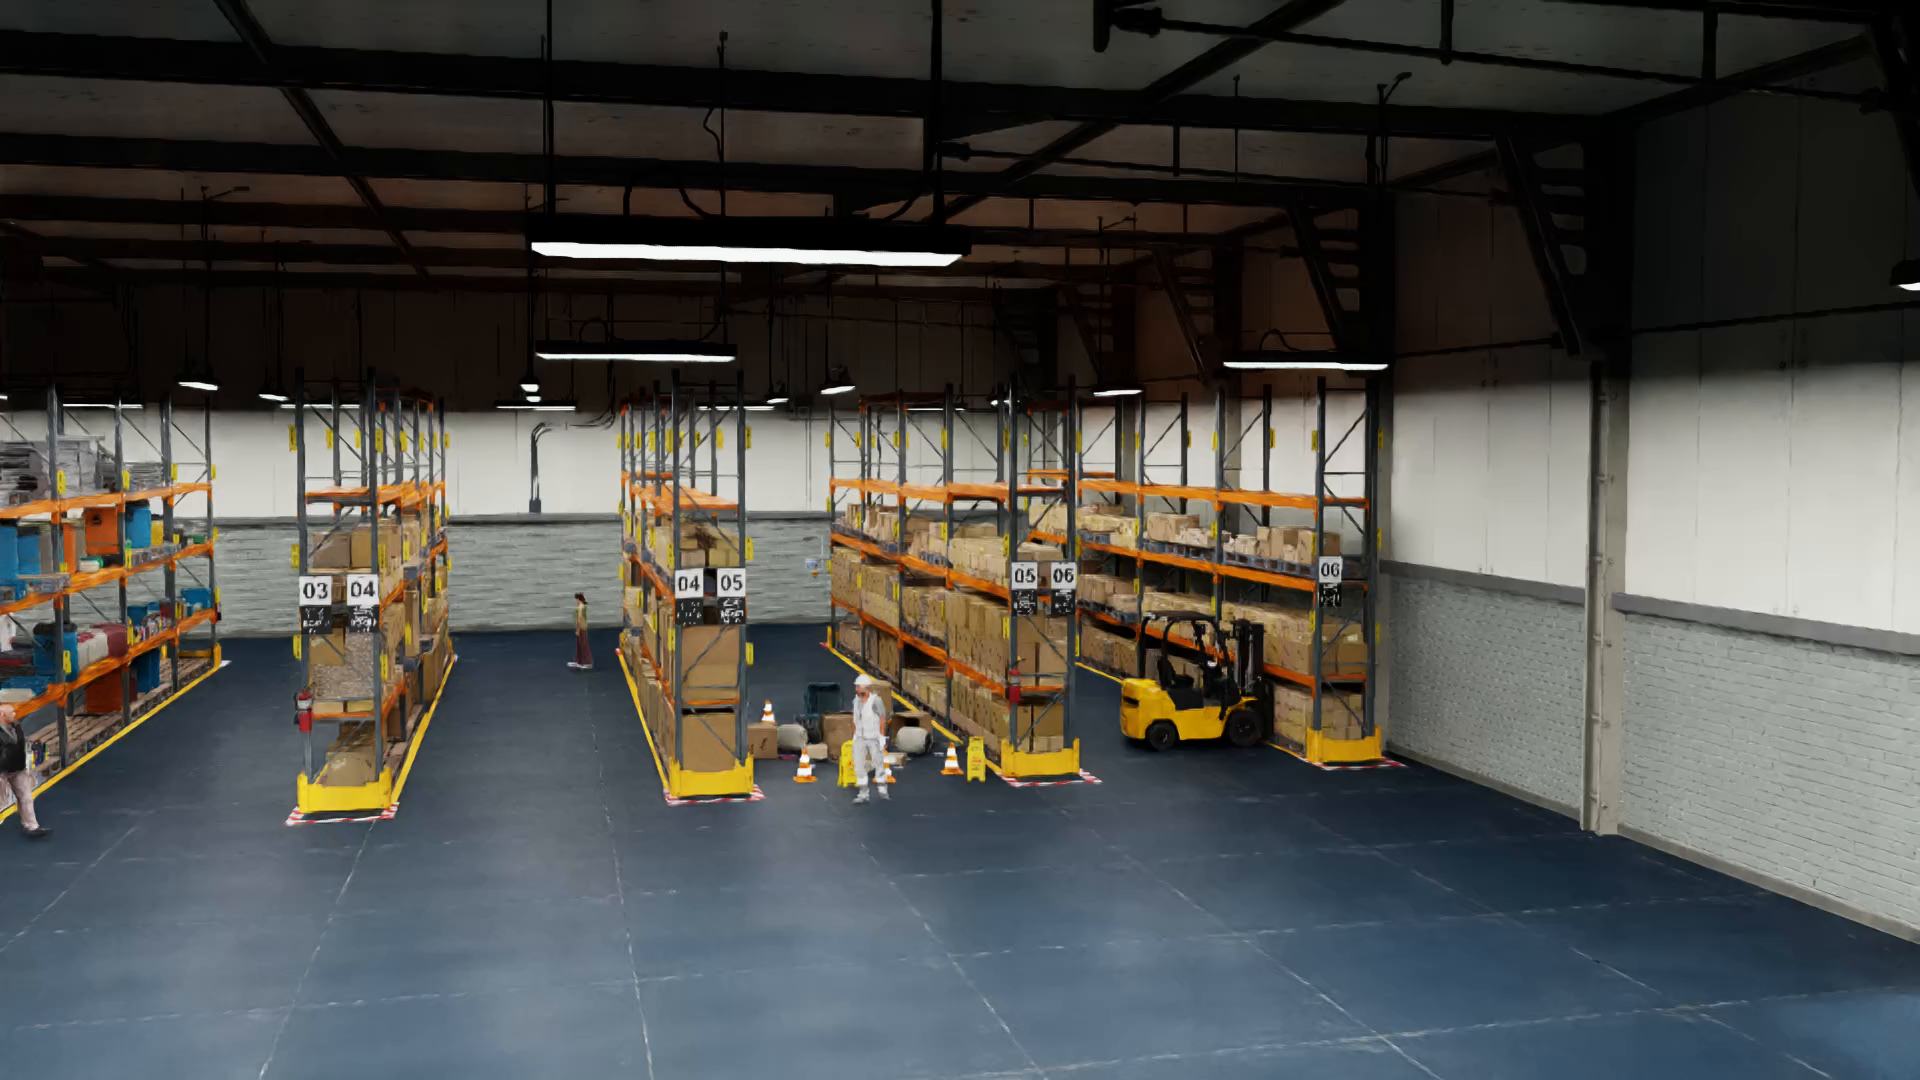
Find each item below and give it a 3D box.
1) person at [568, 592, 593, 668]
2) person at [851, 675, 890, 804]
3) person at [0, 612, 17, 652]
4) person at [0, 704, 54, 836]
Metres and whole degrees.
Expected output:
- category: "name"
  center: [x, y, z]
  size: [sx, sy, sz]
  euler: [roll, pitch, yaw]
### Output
- category: "person"
  center: [-8.368, 1.968, 36.584]
  size: [0.574, 1.665, 0.588]
  euler: [0, 3, -7]
- category: "person"
  center: [-1.252, 2.745, 23.060]
  size: [0.565, 1.778, 0.579]
  euler: [2, 4, 28]
- category: "person"
  center: [-20.088, 2.070, 34.713]
  size: [0.729, 1.733, 0.546]
  euler: [-1, 4, -15]
- category: "person"
  center: [-11.860, 2.892, 20.786]
  size: [0.564, 1.709, 0.733]
  euler: [1, 4, 23]
